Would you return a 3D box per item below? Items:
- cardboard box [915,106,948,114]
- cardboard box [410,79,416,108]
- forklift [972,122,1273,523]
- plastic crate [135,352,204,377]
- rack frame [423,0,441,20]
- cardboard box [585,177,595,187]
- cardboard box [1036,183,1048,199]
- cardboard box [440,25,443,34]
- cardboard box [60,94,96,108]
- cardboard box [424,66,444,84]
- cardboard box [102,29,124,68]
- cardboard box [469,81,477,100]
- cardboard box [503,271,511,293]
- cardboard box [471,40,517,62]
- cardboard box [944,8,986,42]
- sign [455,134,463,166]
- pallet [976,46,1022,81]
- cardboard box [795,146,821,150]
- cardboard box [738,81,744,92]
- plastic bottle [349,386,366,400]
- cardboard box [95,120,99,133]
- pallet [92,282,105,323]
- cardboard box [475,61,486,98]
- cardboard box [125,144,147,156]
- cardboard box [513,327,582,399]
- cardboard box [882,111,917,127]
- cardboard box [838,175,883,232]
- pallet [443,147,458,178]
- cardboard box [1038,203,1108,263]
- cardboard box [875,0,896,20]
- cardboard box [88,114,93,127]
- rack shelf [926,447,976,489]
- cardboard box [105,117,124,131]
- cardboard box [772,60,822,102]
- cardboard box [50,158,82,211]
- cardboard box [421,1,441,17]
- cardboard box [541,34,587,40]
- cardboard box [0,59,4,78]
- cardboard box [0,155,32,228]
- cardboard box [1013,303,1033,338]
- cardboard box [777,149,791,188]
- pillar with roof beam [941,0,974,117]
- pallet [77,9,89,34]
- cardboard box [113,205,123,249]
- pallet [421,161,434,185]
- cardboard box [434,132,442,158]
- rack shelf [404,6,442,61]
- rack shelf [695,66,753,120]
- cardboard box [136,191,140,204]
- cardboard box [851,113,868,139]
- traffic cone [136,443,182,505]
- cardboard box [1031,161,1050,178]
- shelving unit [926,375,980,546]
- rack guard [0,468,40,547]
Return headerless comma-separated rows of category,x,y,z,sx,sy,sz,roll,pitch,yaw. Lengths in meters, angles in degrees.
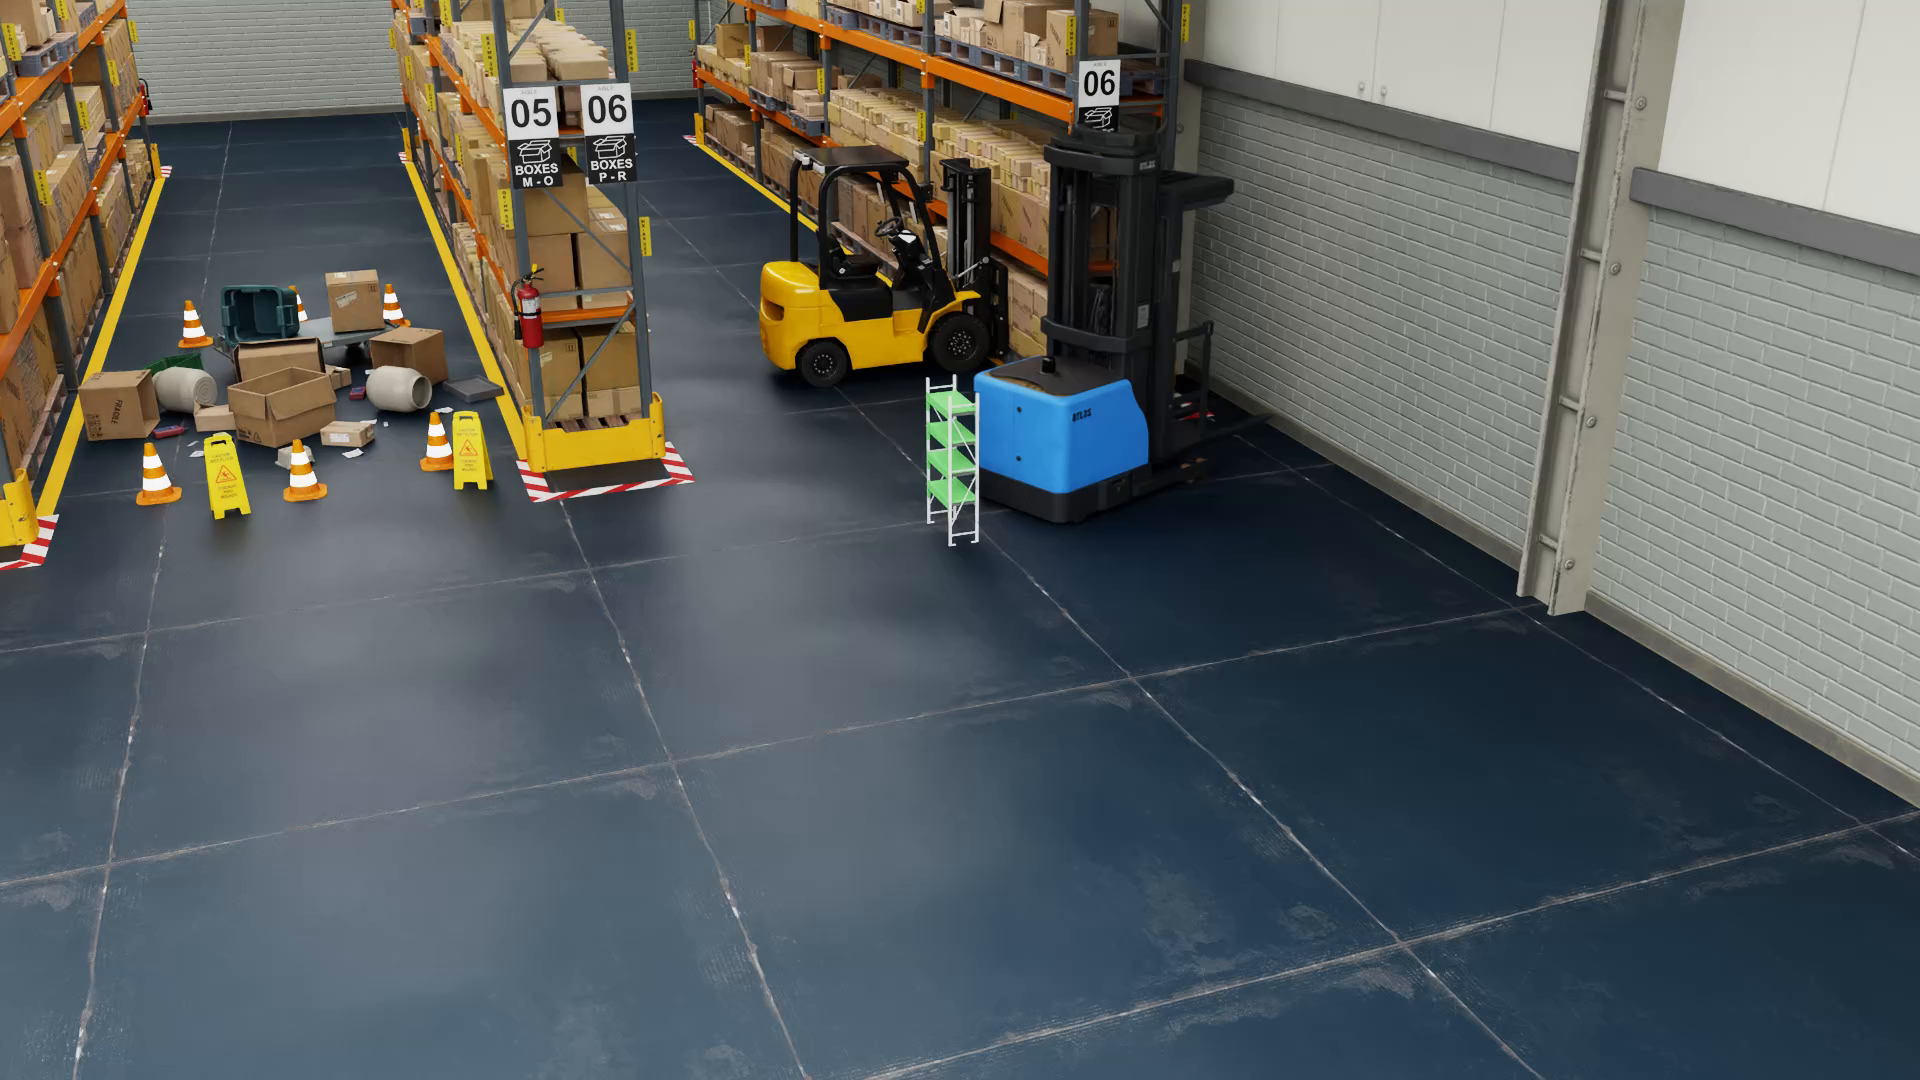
cardboard box,-0.339,-5.264,20.537,0.380,0.149,0.250,-8,24,-19
cardboard box,-7.979,-6.792,24.997,0.500,0.500,0.500,-9,24,-20
forklift,1.503,-1.955,13.739,3.031,2.935,1.130,-21,30,-40
plastic crate,-7.872,-1.651,16.474,0.450,0.188,0.662,-6,21,12
rack frame,-5.976,-7.737,19.644,1.000,3.000,0.127,-8,24,-19
cardboard box,-3.798,-3.201,16.095,0.500,0.500,0.500,-8,24,-18
cardboard box,0.955,-3.372,16.049,0.380,0.149,0.250,-8,24,-18
cardboard box,-6.024,-6.101,19.949,0.380,0.149,0.250,-8,24,-19
cardboard box,-11.382,-5.656,21.448,0.380,0.149,0.250,-8,24,-19
cardboard box,-6.593,-5.817,21.396,0.500,0.500,0.500,-8,24,-18
cardboard box,-12.442,-7.112,24.086,0.500,0.500,0.500,-9,25,-21
cardboard box,-4.309,-4.158,15.339,0.380,0.149,0.250,-9,24,-20
cardboard box,-3.866,-2.319,14.837,0.380,0.149,0.250,-8,24,-18
cardboard box,-4.119,-4.335,14.731,0.380,0.149,0.250,-8,24,-18
cardboard box,0.145,-5.447,17.518,0.500,0.311,0.500,-8,24,-18
sign,-5.081,-3.975,16.953,0.100,0.325,0.005,-8,24,-19
pallet,0.832,-4.794,16.638,1.003,0.211,1.213,-8,24,-19
cardboard box,-2.188,-5.626,24.202,0.380,0.149,0.250,-10,25,-22
cardboard box,-3.323,-7.257,26.552,0.380,0.149,0.250,-8,24,-18
plastic bottle,-5.862,-1.439,16.209,0.133,0.061,0.283,-4,23,-10
cardboard box,-11.289,-5.294,21.355,0.380,0.149,0.250,-9,25,-21
pallet,-10.364,-2.675,18.949,1.003,0.211,1.213,-8,24,-19
cardboard box,-3.947,-4.036,14.535,0.500,0.250,0.500,-8,24,-18
cardboard box,-12.728,-5.984,25.573,0.380,0.149,0.250,-9,24,-20
cardboard box,-3.677,-1.593,14.826,0.500,0.500,0.500,-8,24,-19
cardboard box,-0.728,-5.101,20.149,0.380,0.149,0.250,-8,24,-19
cardboard box,-1.127,-4.526,22.266,0.875,0.625,0.625,-8,24,-17
pallet,-5.625,-4.640,20.267,1.213,0.211,1.003,-8,24,-19
cardboard box,1.073,-2.937,15.851,0.500,0.500,0.500,-9,24,-20
cardboard box,-0.676,-6.291,19.521,0.500,0.311,0.500,-9,25,-21
cardboard box,-11.110,-5.240,20.844,0.380,0.149,0.250,-7,24,-17
rack shelf,-0.059,-0.554,12.808,0.258,0.148,0.480,-8,24,-19
cardboard box,-11.779,-5.742,22.959,0.380,0.149,0.250,-7,24,-17
cardboard box,-2.325,-6.668,24.163,0.700,0.500,0.500,-8,24,-19
cardboard box,-9.810,-3.813,17.929,0.500,0.500,0.500,-9,24,-20
cardboard box,-6.251,-6.712,20.401,0.797,0.503,0.637,-10,25,-22
cardboard box,-3.610,-4.518,15.165,0.380,0.149,0.250,-8,24,-18
cardboard box,-8.642,-4.129,14.601,0.380,0.149,0.250,-8,24,-18
cardboard box,-8.757,-3.047,14.658,0.875,0.550,0.550,-8,24,-19
cardboard box,0.861,-2.223,16.641,0.500,0.250,0.500,-9,24,-20
cardboard box,-2.417,-5.569,24.903,0.500,0.500,0.500,-9,25,-21
pillar with roof beam,-4.058,-7.479,19.032,9.100,9.000,0.400,-8,24,-19
pallet,-11.497,-6.391,20.553,1.213,0.211,1.003,-8,24,-19
cardboard box,-10.949,-3.959,21.081,0.500,0.500,0.500,-9,24,-20
pallet,-8.020,-5.872,26.534,1.003,0.211,1.213,-8,24,-19
cardboard box,-6.398,-5.052,21.190,0.500,0.250,0.500,-9,25,-21
rack shelf,-6.683,-6.750,22.091,1.077,0.370,4.000,-8,24,-19
rack shelf,-3.454,-7.504,27.741,1.077,0.370,4.000,-8,24,-19
cardboard box,-11.907,-4.863,23.679,0.380,0.149,0.250,-8,24,-17
cardboard box,-1.062,-5.247,21.010,0.500,0.250,0.500,-9,24,-20
traffic cone,-6.605,-0.569,13.627,0.336,0.463,0.334,-8,24,-19
cardboard box,0.916,-3.609,16.227,0.380,0.149,0.250,-8,24,-19
shelving unit,-0.059,-0.613,12.783,0.258,1.200,0.503,-8,24,-19
rack guard,-7.737,-0.189,12.679,1.175,0.500,0.348,-8,24,-19
